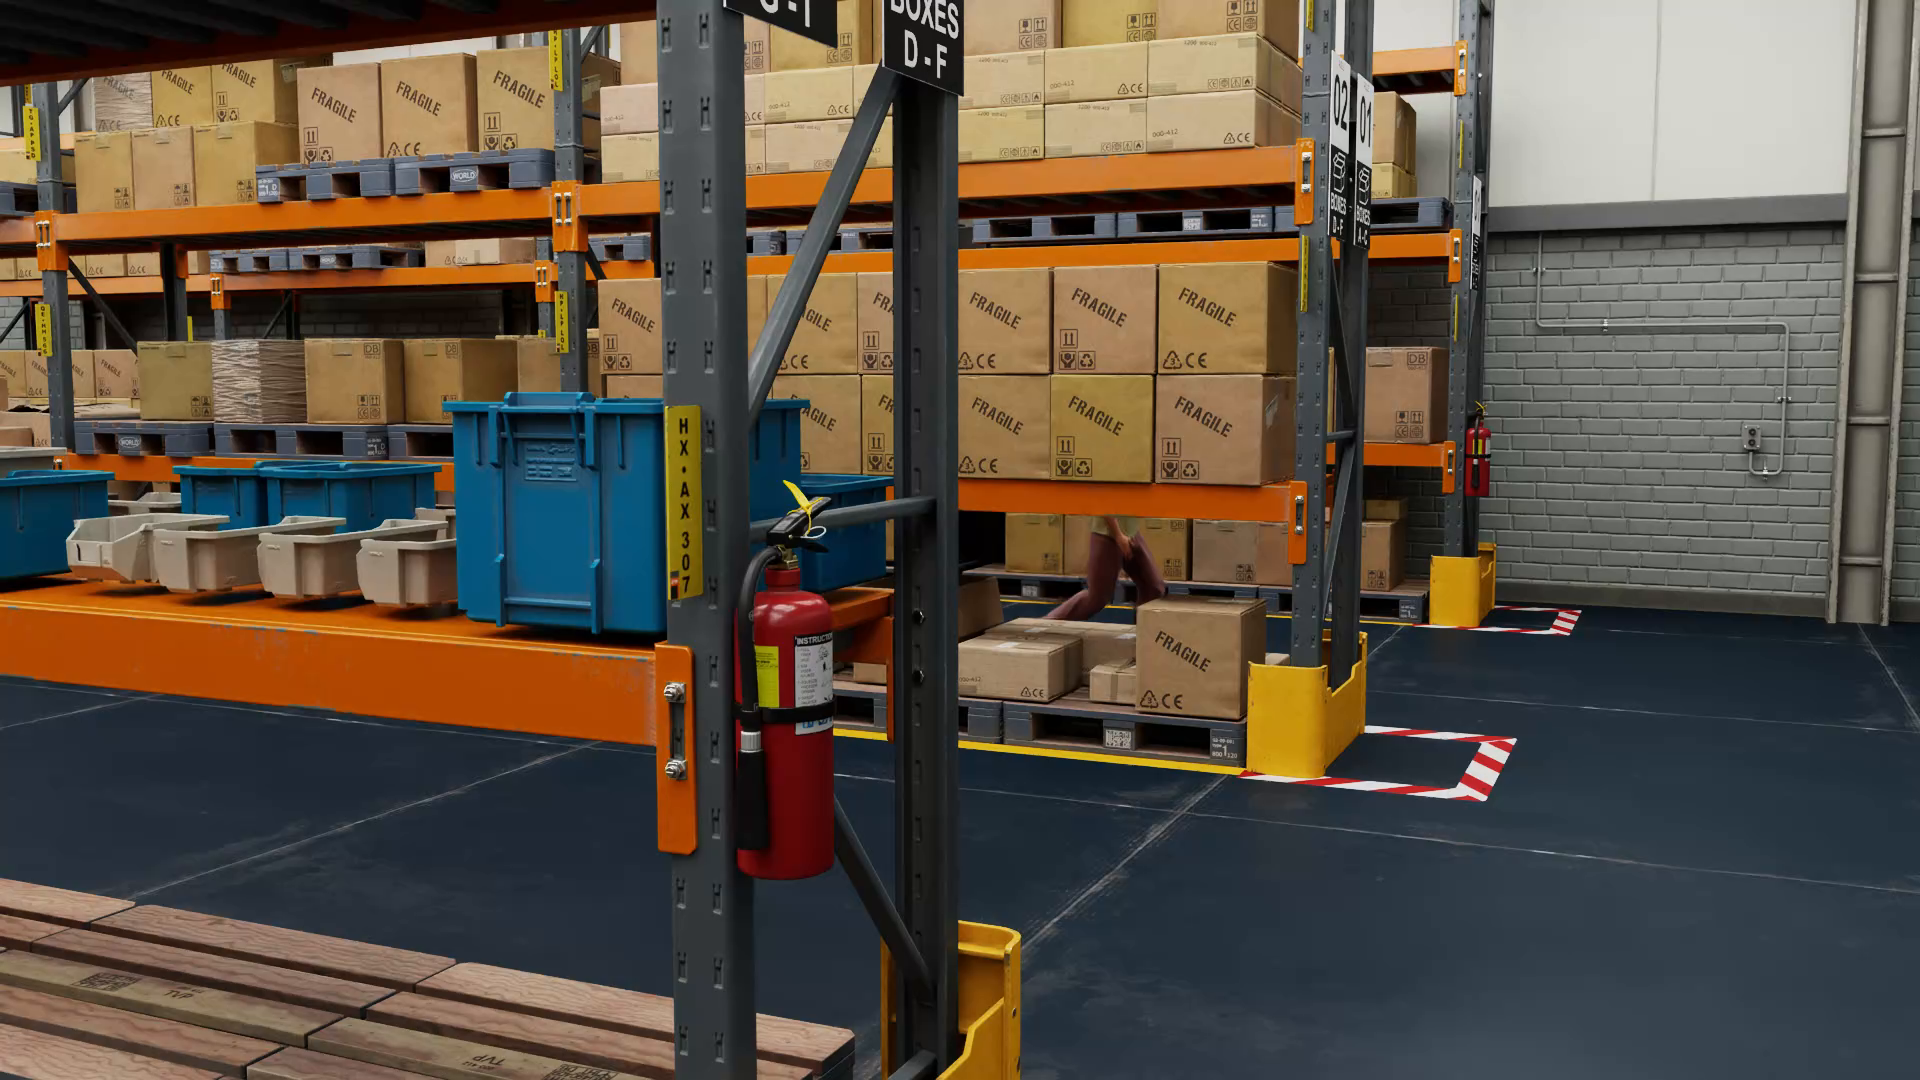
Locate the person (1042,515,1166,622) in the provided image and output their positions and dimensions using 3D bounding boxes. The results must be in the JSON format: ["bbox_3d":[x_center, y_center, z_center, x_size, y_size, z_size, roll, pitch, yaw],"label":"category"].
[{"bbox_3d":[0.903,-0.030,10.003,0.968,1.626,0.441,2,6,23],"label":"person"}]
